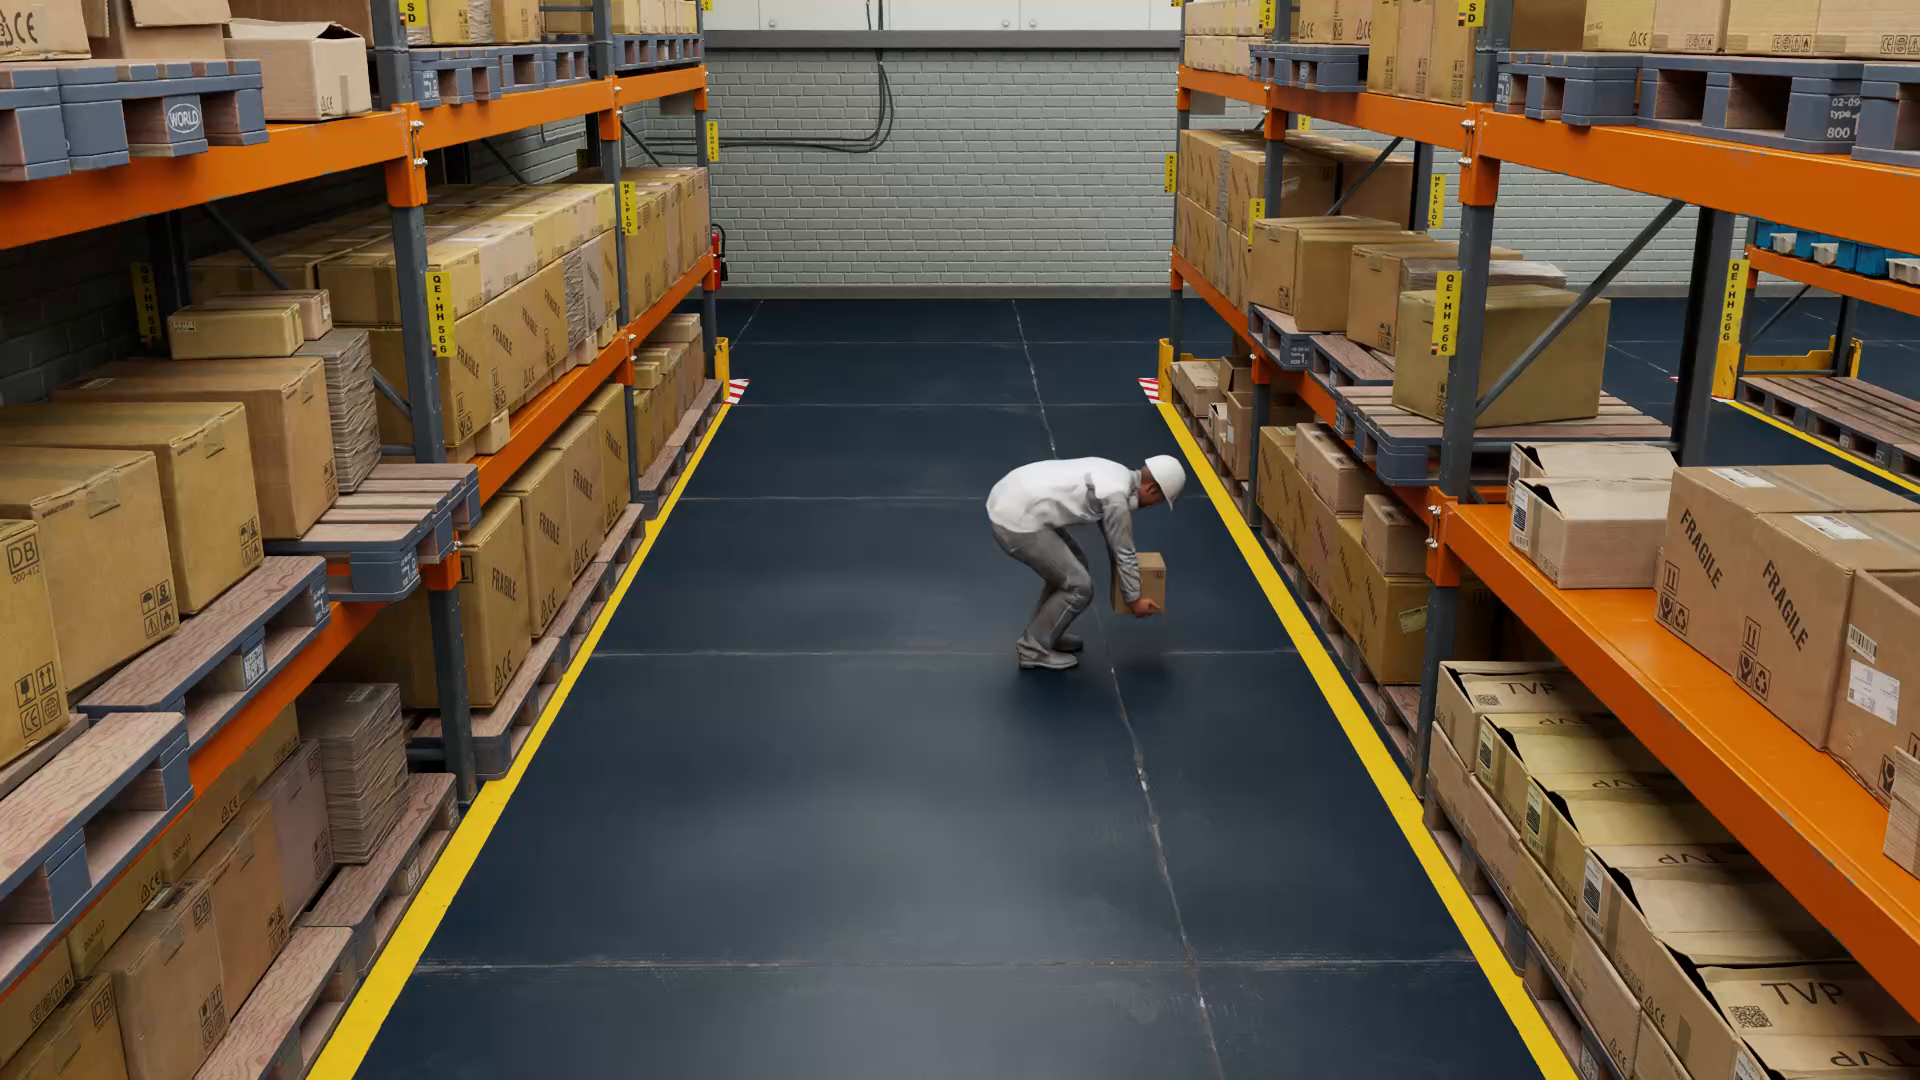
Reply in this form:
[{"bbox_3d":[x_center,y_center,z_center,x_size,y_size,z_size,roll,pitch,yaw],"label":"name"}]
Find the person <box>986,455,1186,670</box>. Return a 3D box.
[{"bbox_3d":[0.633,0.096,8.417,0.997,1.053,0.495,-1,17,-3],"label":"person"}]
